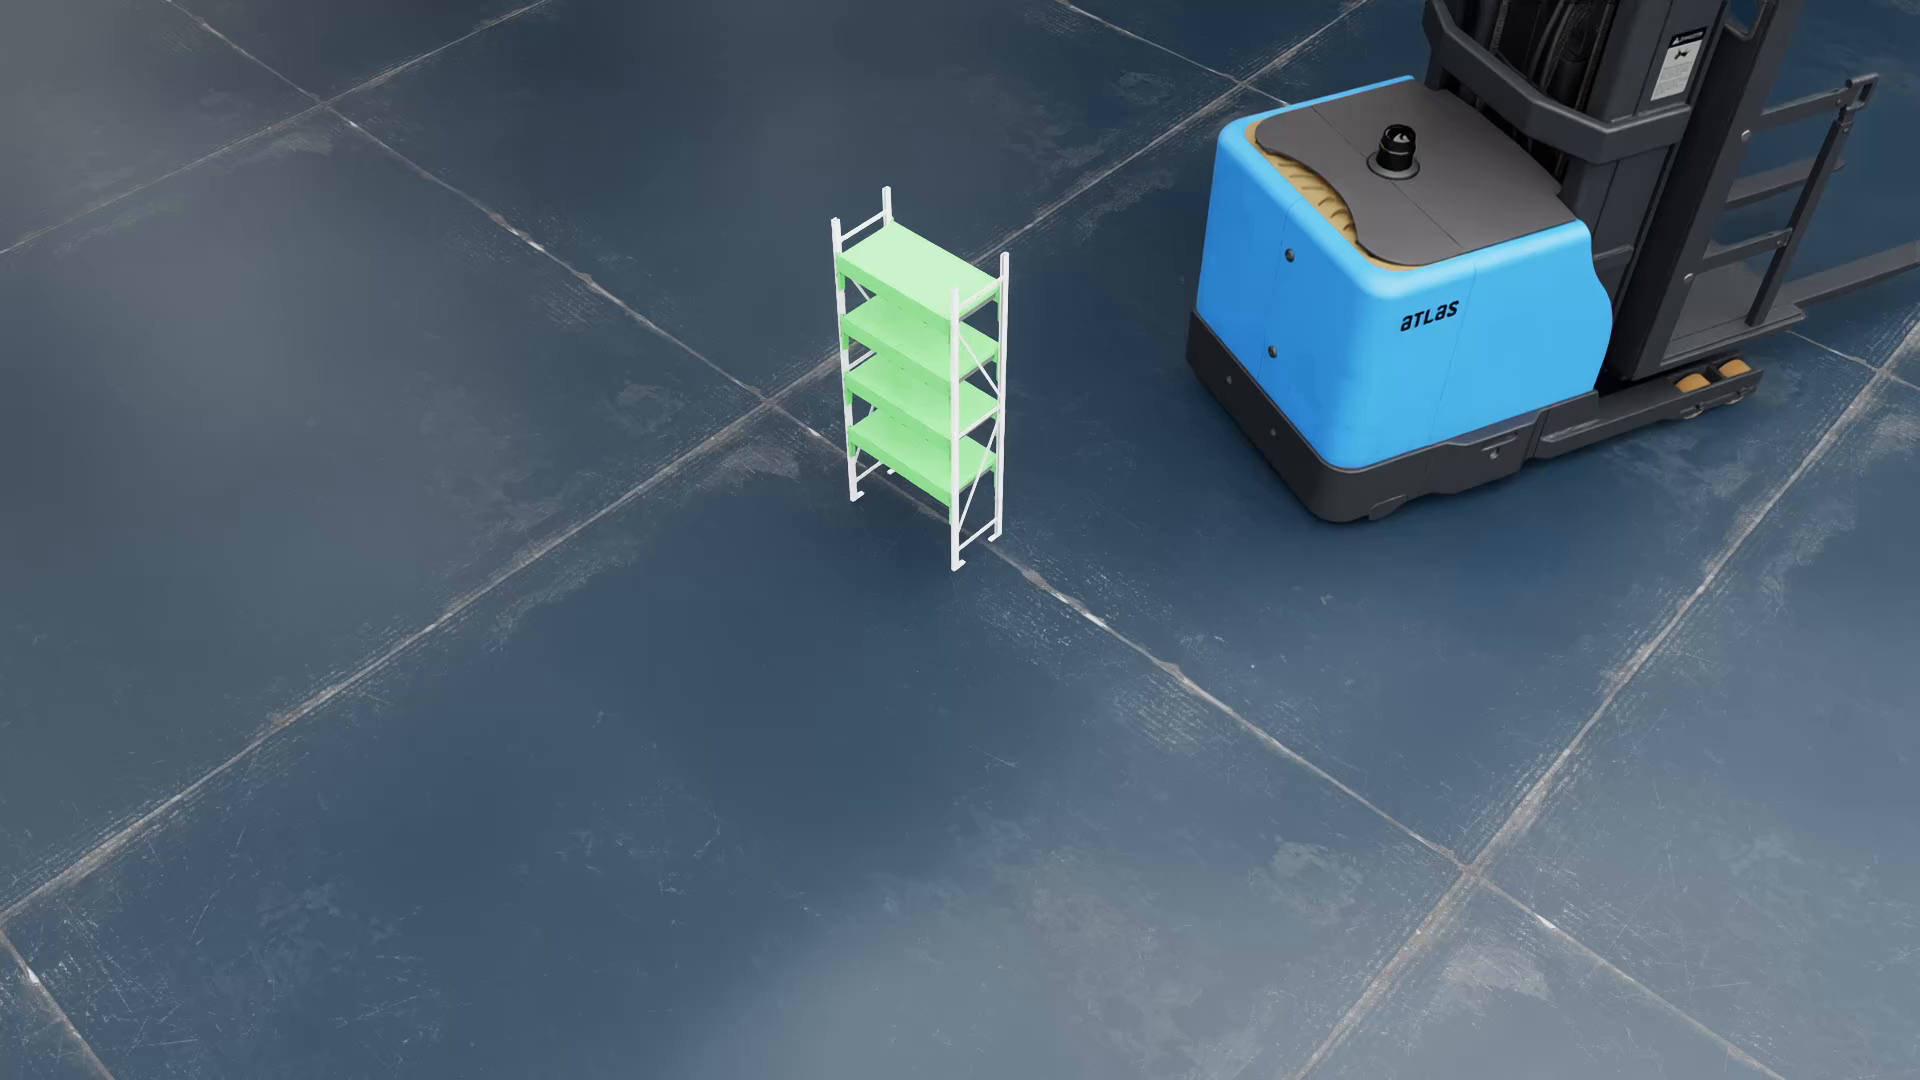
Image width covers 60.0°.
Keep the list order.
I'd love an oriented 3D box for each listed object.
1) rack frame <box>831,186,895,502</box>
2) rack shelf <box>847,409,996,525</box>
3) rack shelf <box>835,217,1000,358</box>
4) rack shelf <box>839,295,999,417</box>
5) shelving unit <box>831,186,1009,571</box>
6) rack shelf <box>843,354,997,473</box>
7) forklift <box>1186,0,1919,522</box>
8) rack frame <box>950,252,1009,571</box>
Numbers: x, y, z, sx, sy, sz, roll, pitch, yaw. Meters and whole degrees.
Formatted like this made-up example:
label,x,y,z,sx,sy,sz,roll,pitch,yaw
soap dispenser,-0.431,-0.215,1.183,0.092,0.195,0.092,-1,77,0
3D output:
label,x,y,z,sx,sy,sz,roll,pitch,yaw
rack frame,-0.301,-0.613,5.503,0.015,1.200,0.240,34,55,28
rack shelf,-0.122,-0.285,5.611,0.480,0.148,0.258,34,55,28
rack shelf,-0.122,-0.777,5.086,0.480,0.148,0.258,34,55,28
rack shelf,-0.122,-0.613,5.261,0.480,0.148,0.258,34,55,28
shelving unit,-0.122,-0.493,5.389,0.503,1.200,0.258,34,55,28
rack shelf,-0.122,-0.449,5.436,0.480,0.148,0.258,34,55,28
forklift,2.418,-1.789,5.419,3.031,2.935,1.130,-18,49,-16
rack frame,0.058,-0.372,5.276,0.015,1.200,0.240,34,55,28
